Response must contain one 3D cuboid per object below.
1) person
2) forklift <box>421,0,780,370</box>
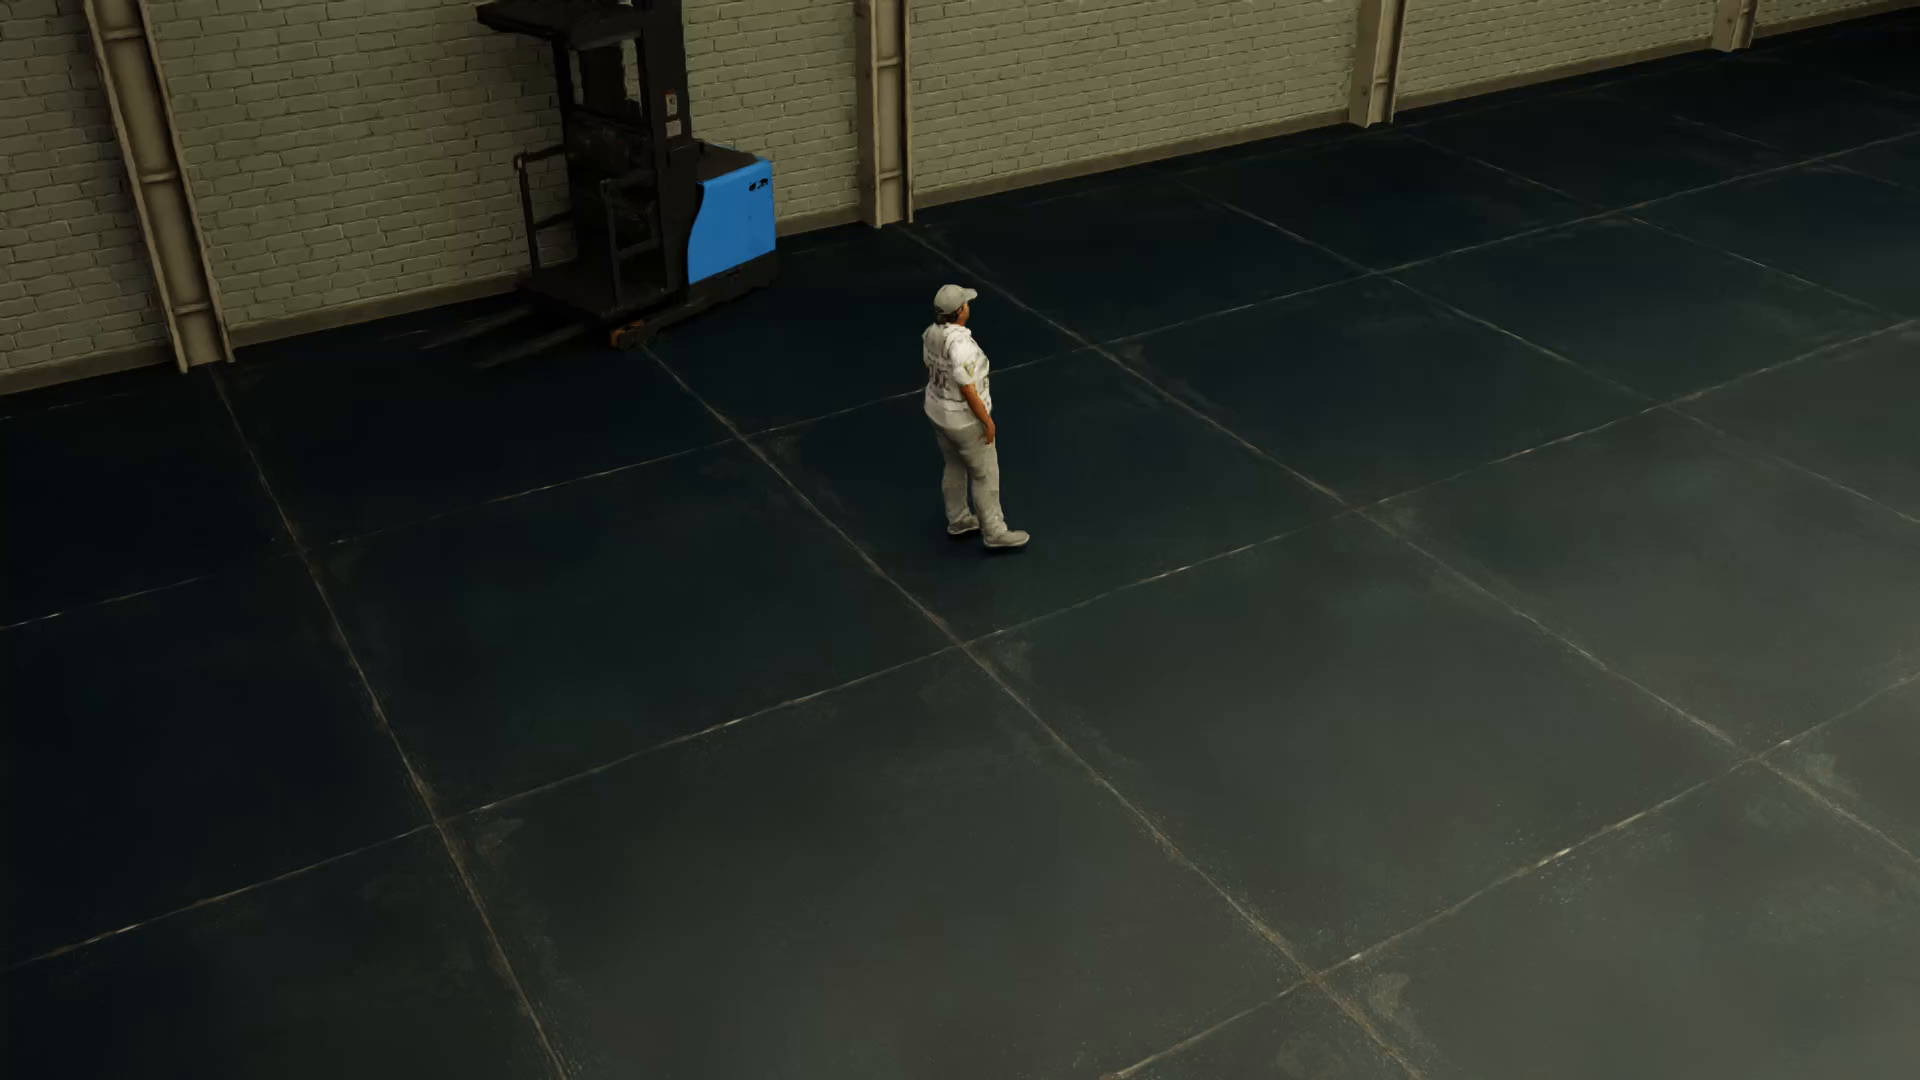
[{"bbox_3d":[0.077,-0.765,10.065,0.529,1.669,0.598,-17,35,-26],"label":"person"},{"bbox_3d":[-2.848,-3.024,12.697,1.130,2.935,3.031,23,38,33],"label":"forklift"}]
